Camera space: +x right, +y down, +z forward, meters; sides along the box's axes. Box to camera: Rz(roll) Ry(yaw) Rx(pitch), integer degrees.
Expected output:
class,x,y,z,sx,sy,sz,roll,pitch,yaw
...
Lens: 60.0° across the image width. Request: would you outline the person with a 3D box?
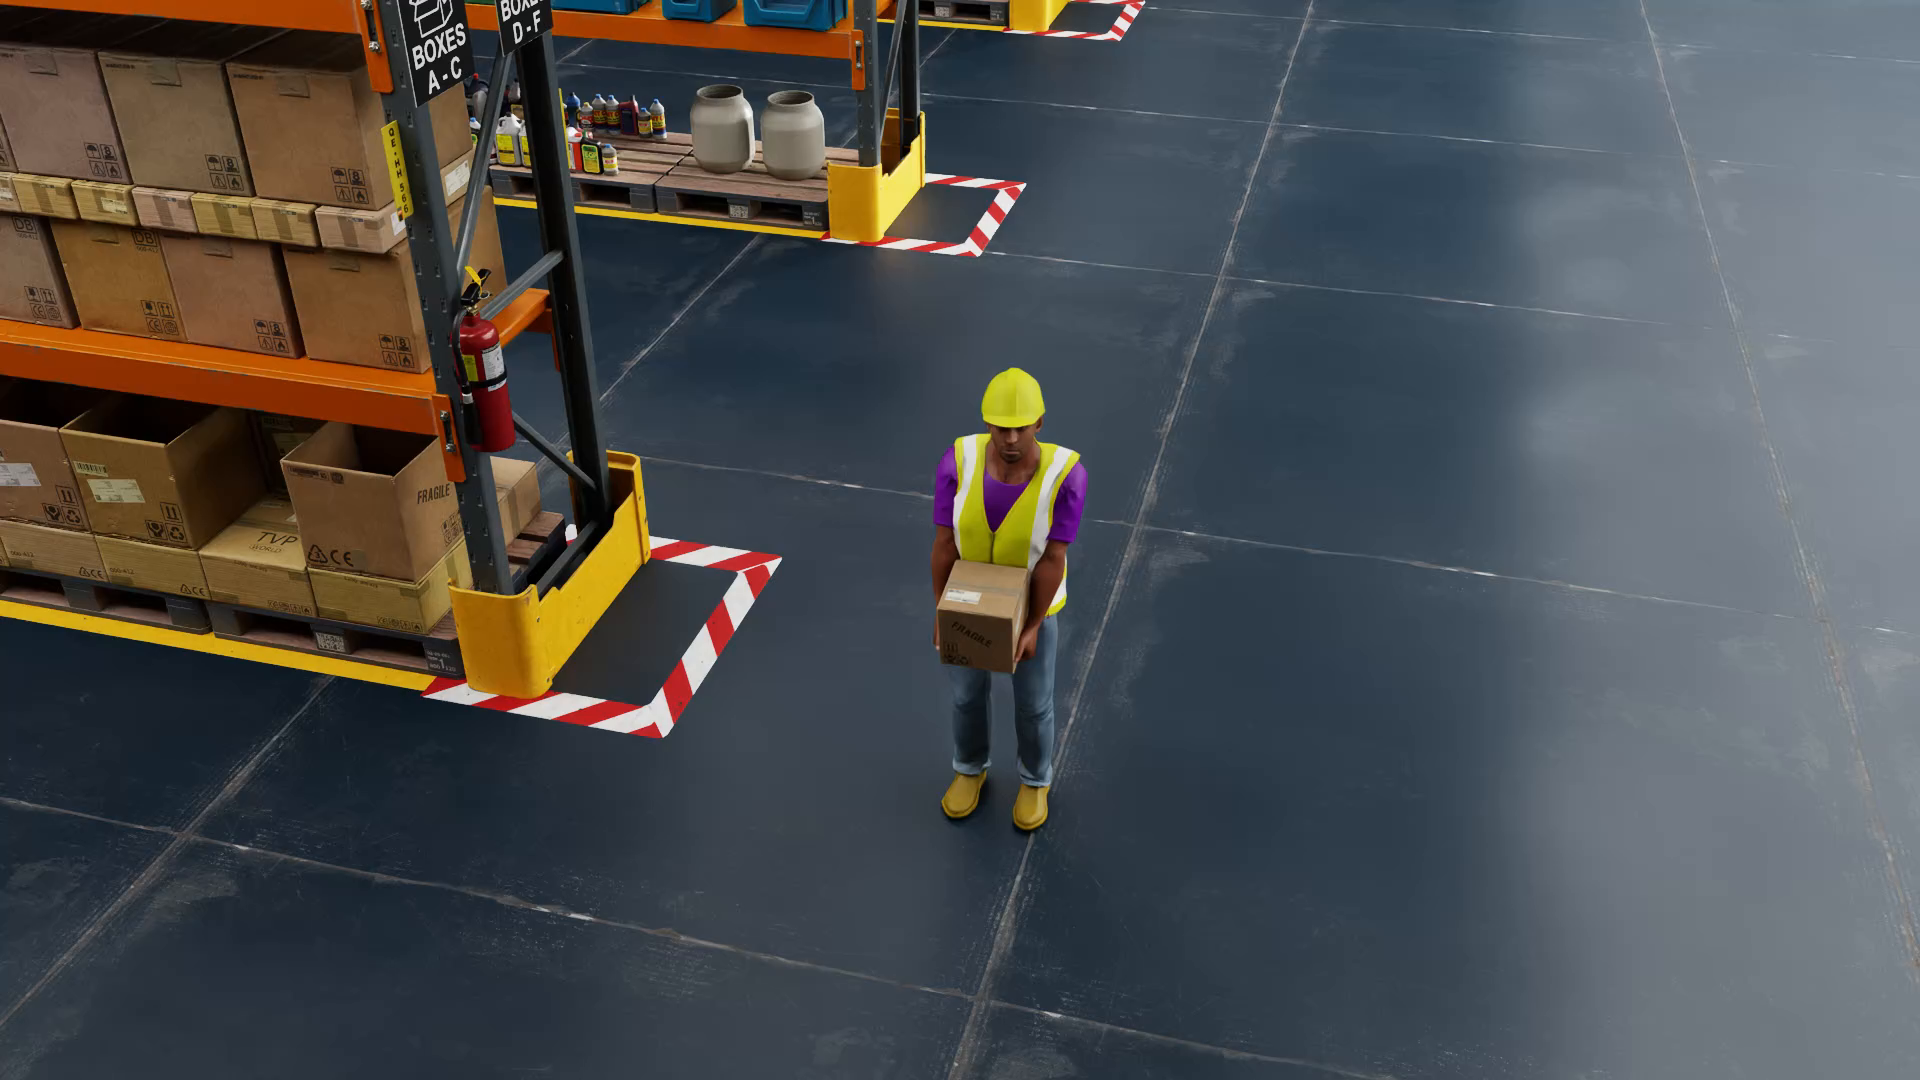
class,x,y,z,sx,sy,sz,roll,pitch,yaw
person,0.138,0.272,5.693,0.505,1.763,0.568,8,33,12
